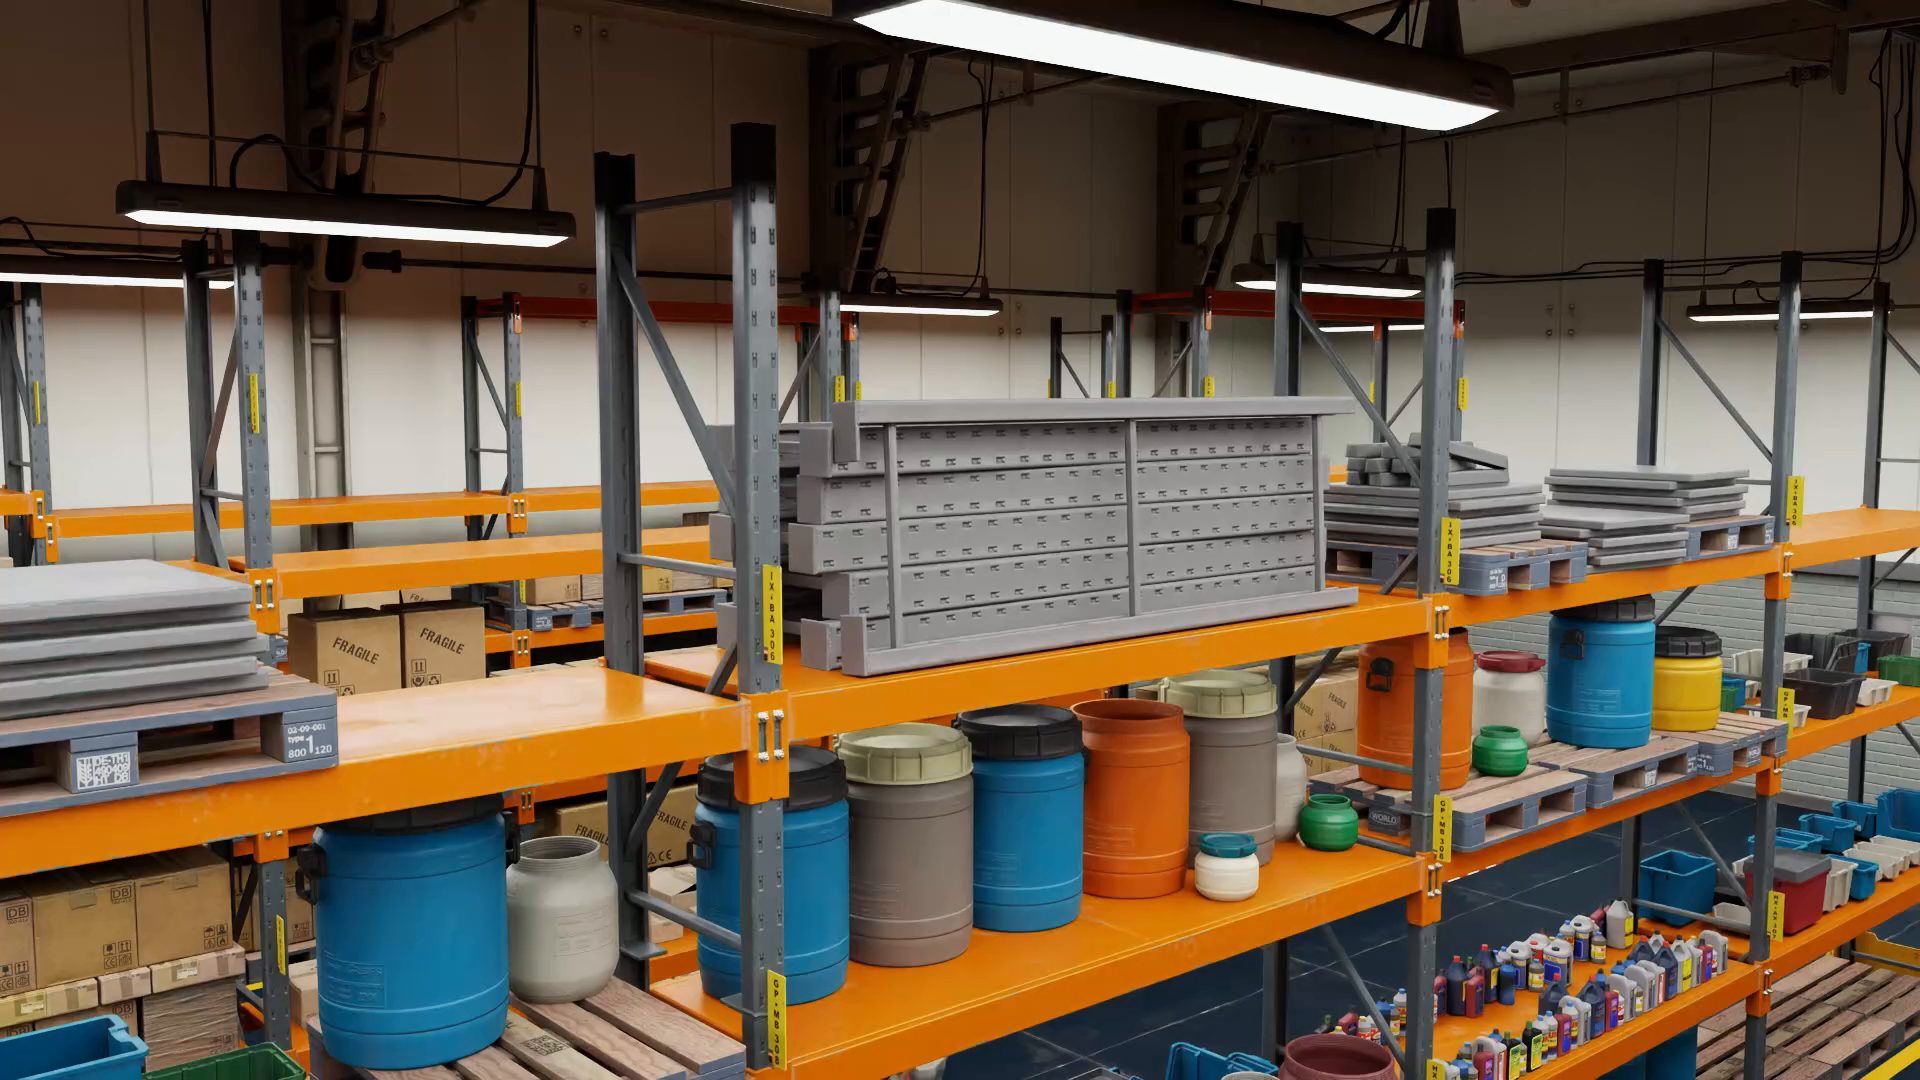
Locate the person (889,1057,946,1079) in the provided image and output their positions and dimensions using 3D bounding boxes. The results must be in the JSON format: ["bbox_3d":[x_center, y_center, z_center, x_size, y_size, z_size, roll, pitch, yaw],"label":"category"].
[{"bbox_3d":[-0.308,3.307,10.486,0.433,1.747,0.620,2,6,23],"label":"person"}]
